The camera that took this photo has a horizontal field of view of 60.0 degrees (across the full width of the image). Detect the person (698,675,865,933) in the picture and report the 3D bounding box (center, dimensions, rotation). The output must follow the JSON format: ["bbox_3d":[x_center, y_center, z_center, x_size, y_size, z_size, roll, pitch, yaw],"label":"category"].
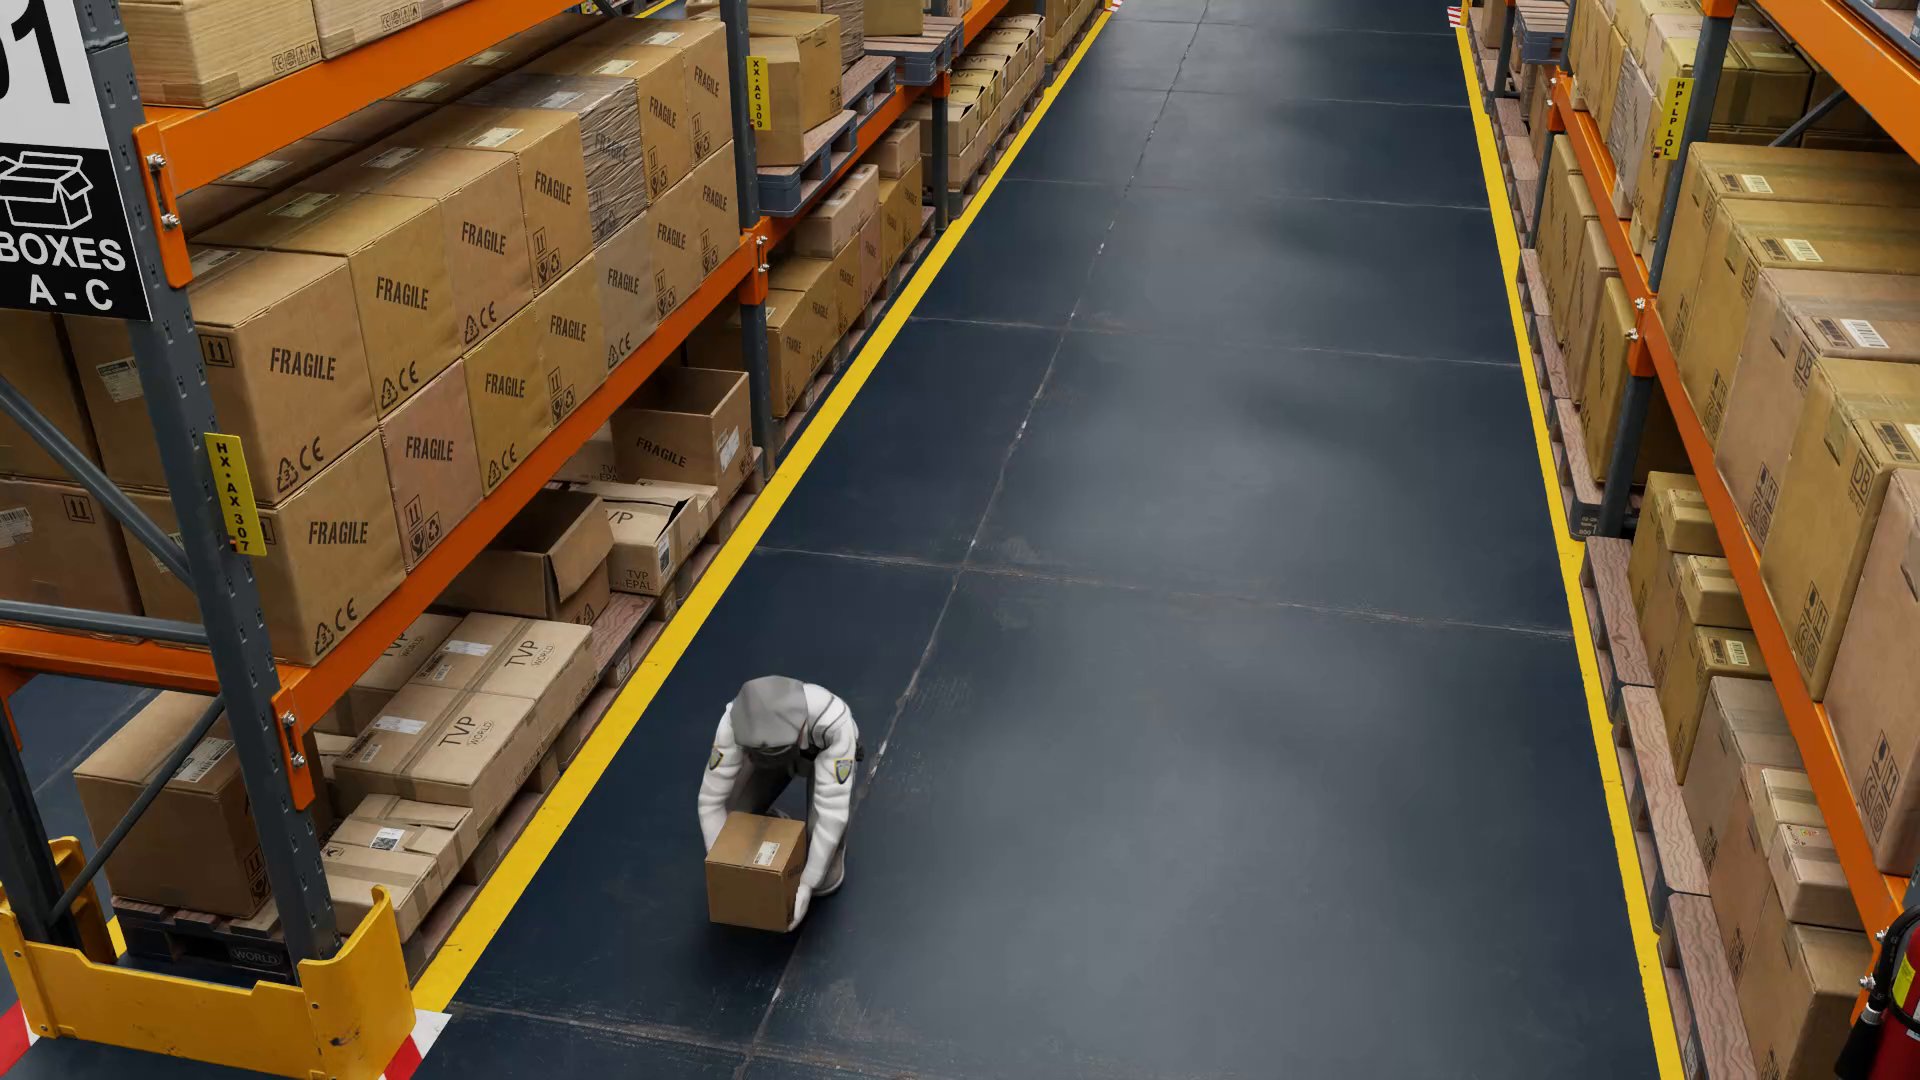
[{"bbox_3d":[-0.571,0.765,5.480,0.505,0.963,0.815,6,30,11],"label":"person"}]
